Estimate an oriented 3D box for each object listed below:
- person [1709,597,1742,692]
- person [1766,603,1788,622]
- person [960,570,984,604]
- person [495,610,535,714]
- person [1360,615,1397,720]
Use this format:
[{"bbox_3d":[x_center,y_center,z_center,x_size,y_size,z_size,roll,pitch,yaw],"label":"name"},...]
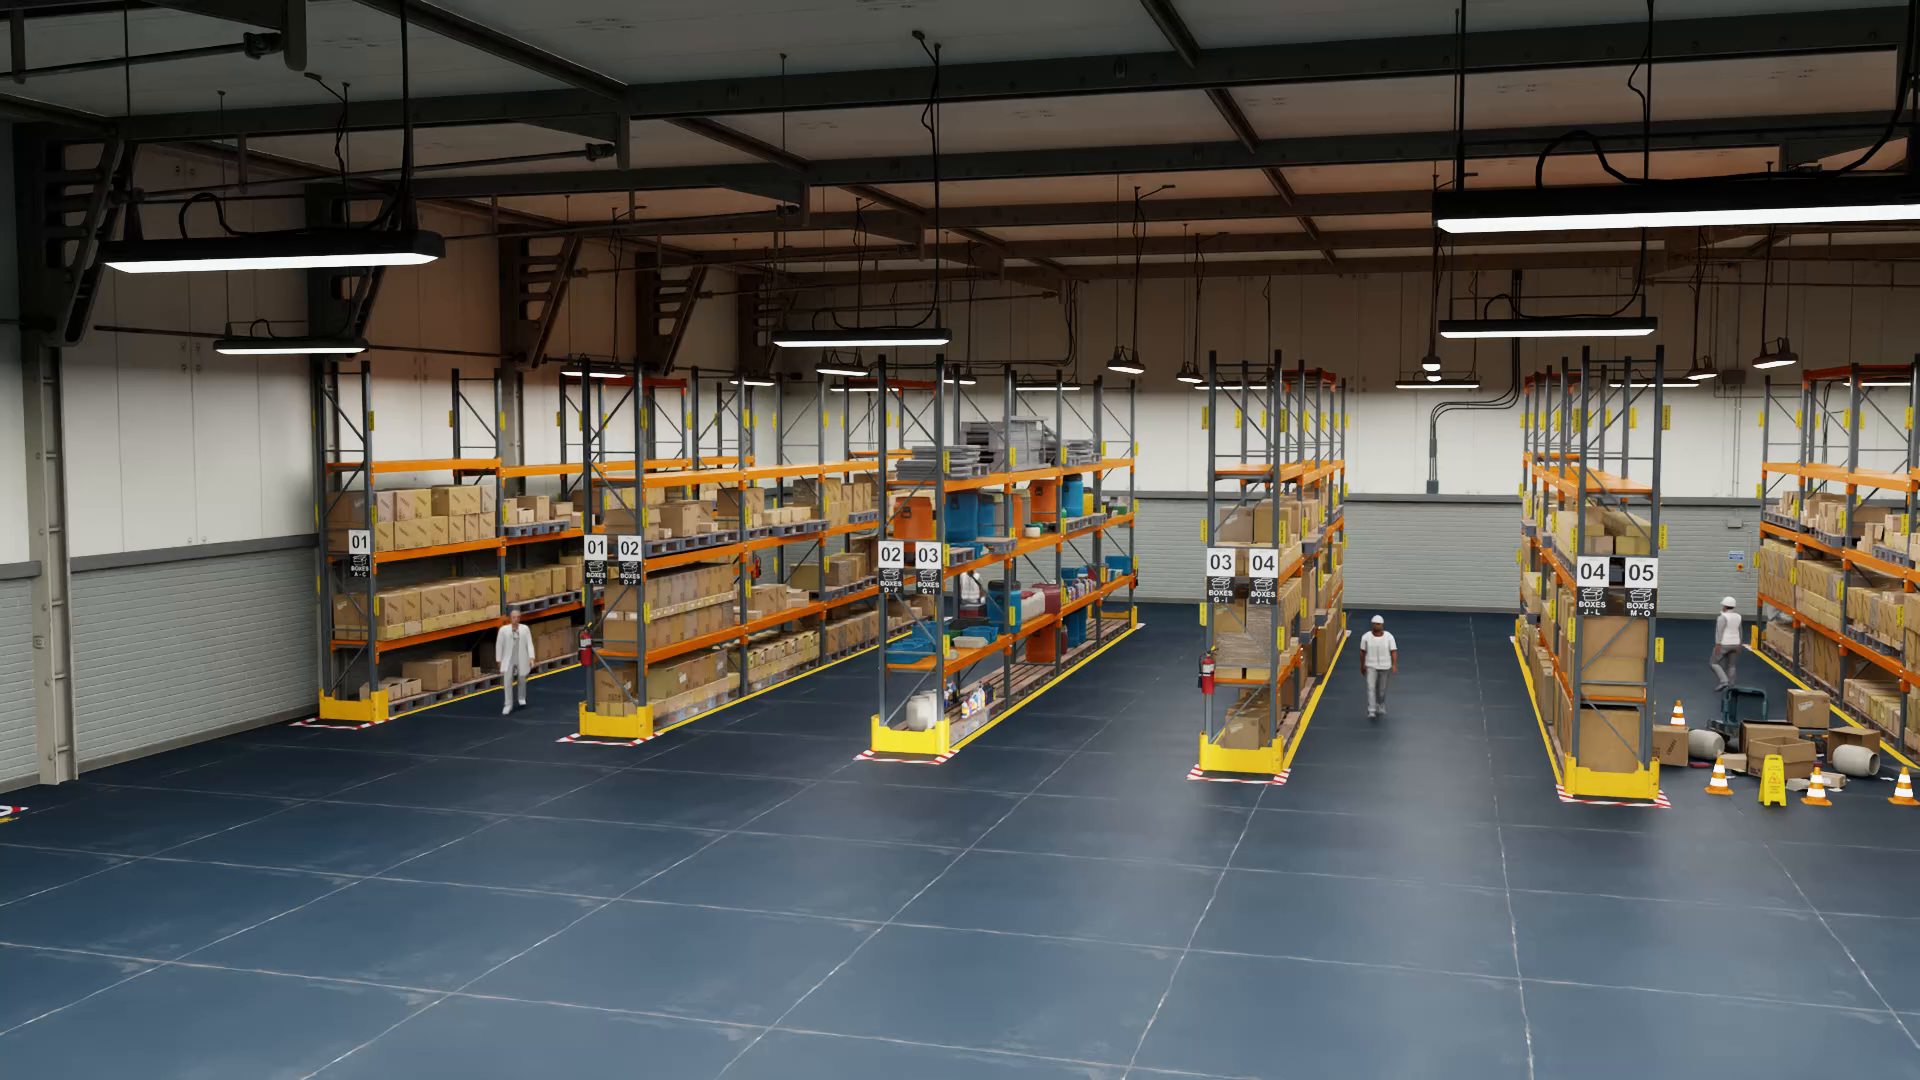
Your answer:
[{"bbox_3d":[14.138,1.932,30.586,0.574,1.774,0.457,-1,4,-16],"label":"person"},{"bbox_3d":[19.371,1.321,39.358,0.536,1.583,0.483,1,4,13],"label":"person"},{"bbox_3d":[0.229,1.416,38.833,0.608,1.601,1.096,1,4,13],"label":"person"},{"bbox_3d":[-7.663,2.063,28.653,0.673,1.708,1.163,-1,4,-11],"label":"person"},{"bbox_3d":[7.028,2.130,27.922,0.589,1.716,1.031,1,4,12],"label":"person"}]
